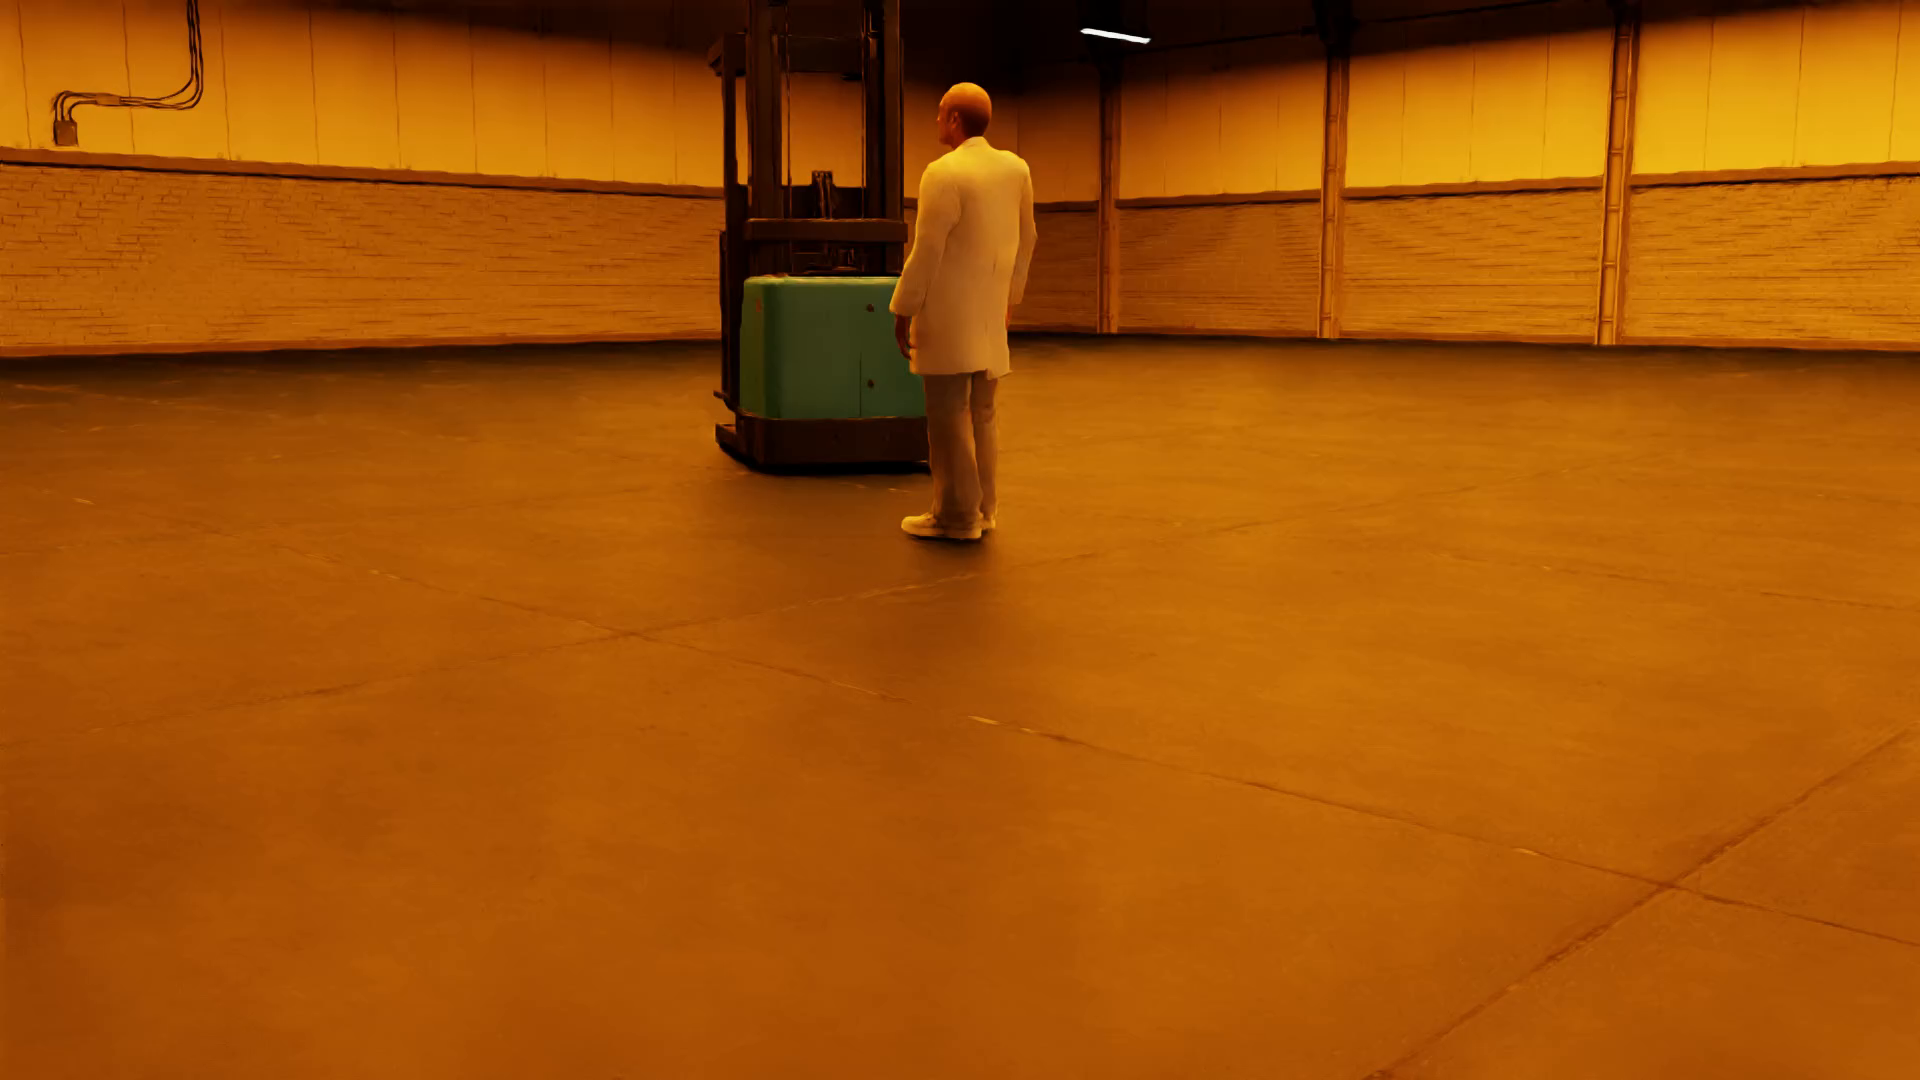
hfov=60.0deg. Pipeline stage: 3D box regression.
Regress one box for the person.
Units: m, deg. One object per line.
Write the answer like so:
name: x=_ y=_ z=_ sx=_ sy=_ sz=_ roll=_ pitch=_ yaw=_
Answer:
person: x=-0.062 y=-0.896 z=6.650 sx=0.579 sy=1.776 sz=0.694 roll=8 pitch=12 yaw=43

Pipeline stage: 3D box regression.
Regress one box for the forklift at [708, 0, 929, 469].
forklift: x=-0.945 y=-2.022 z=10.306 sx=1.130 sy=2.935 sz=3.031 roll=-2 pitch=9 yaw=-15
